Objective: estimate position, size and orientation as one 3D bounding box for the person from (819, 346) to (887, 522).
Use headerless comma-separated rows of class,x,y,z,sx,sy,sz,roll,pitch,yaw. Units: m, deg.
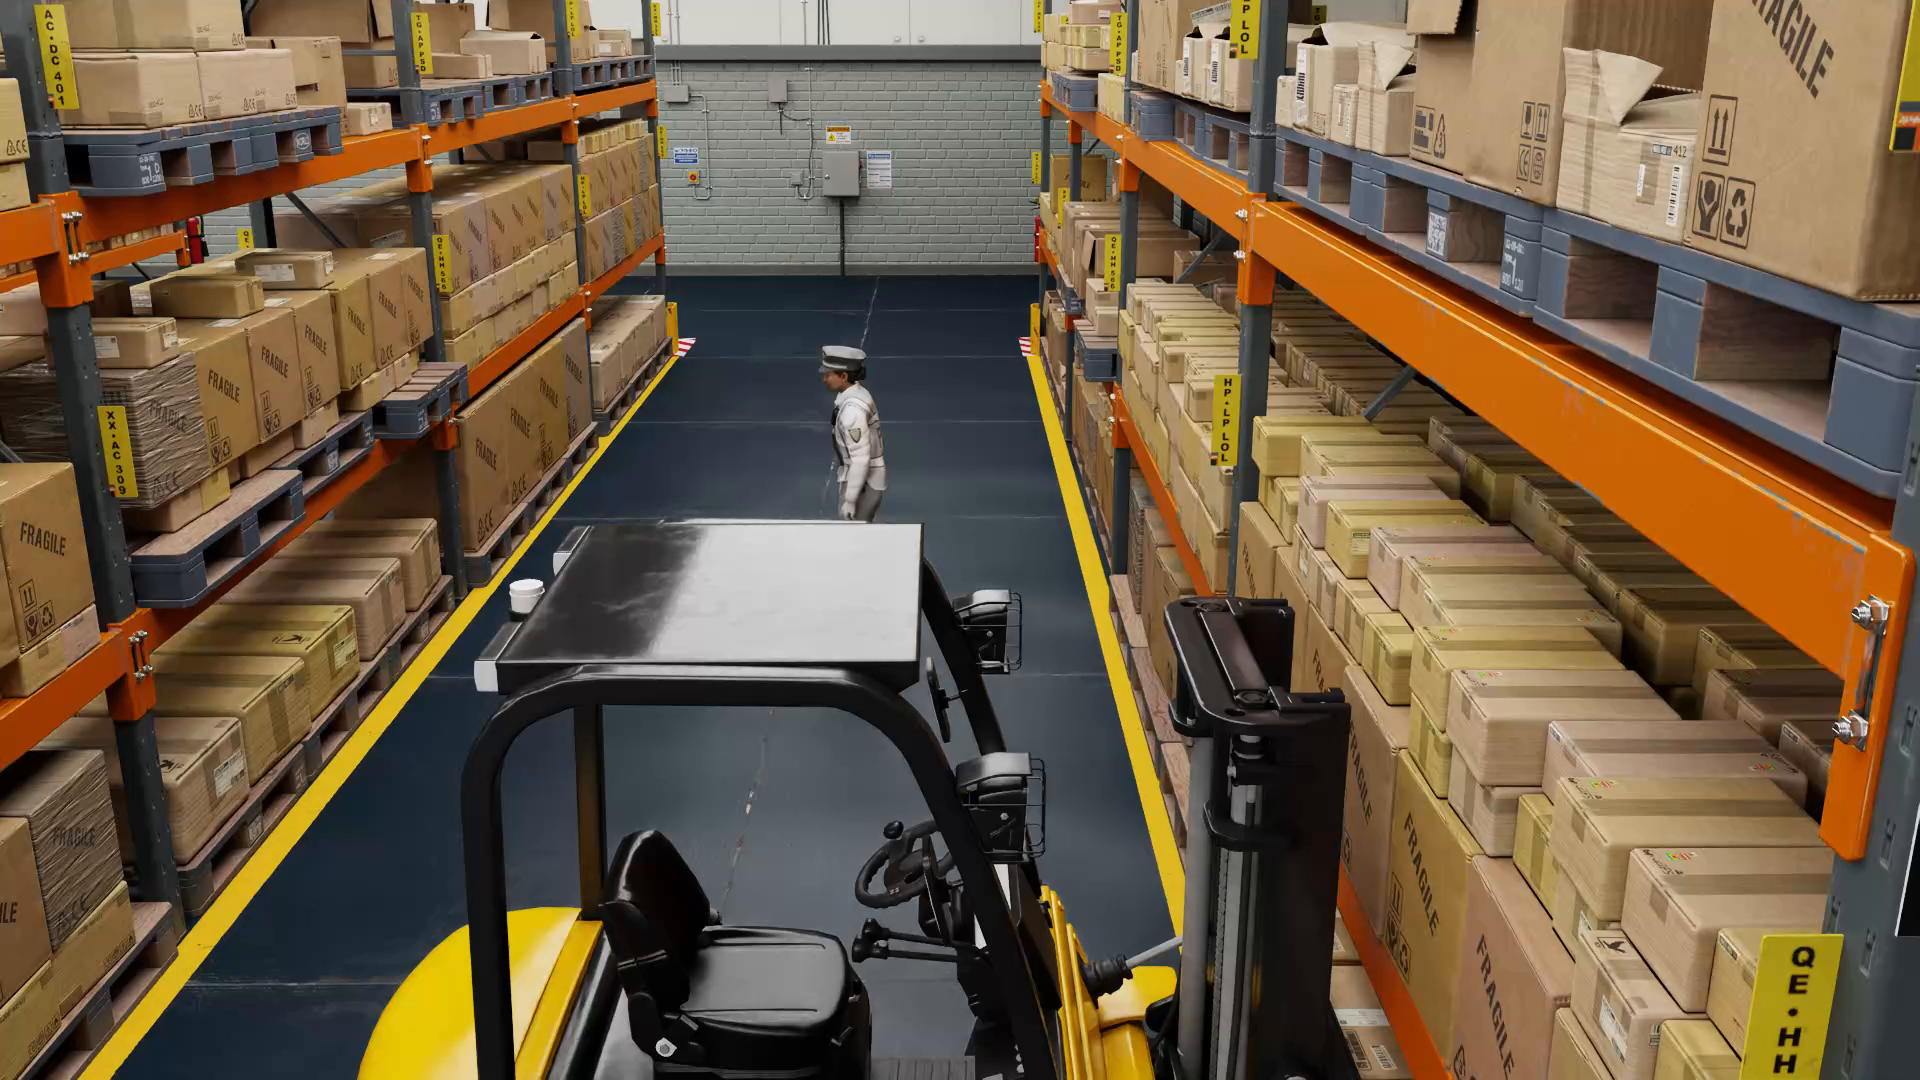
person,-0.599,-0.279,9.435,0.370,1.667,0.547,-1,17,-4
